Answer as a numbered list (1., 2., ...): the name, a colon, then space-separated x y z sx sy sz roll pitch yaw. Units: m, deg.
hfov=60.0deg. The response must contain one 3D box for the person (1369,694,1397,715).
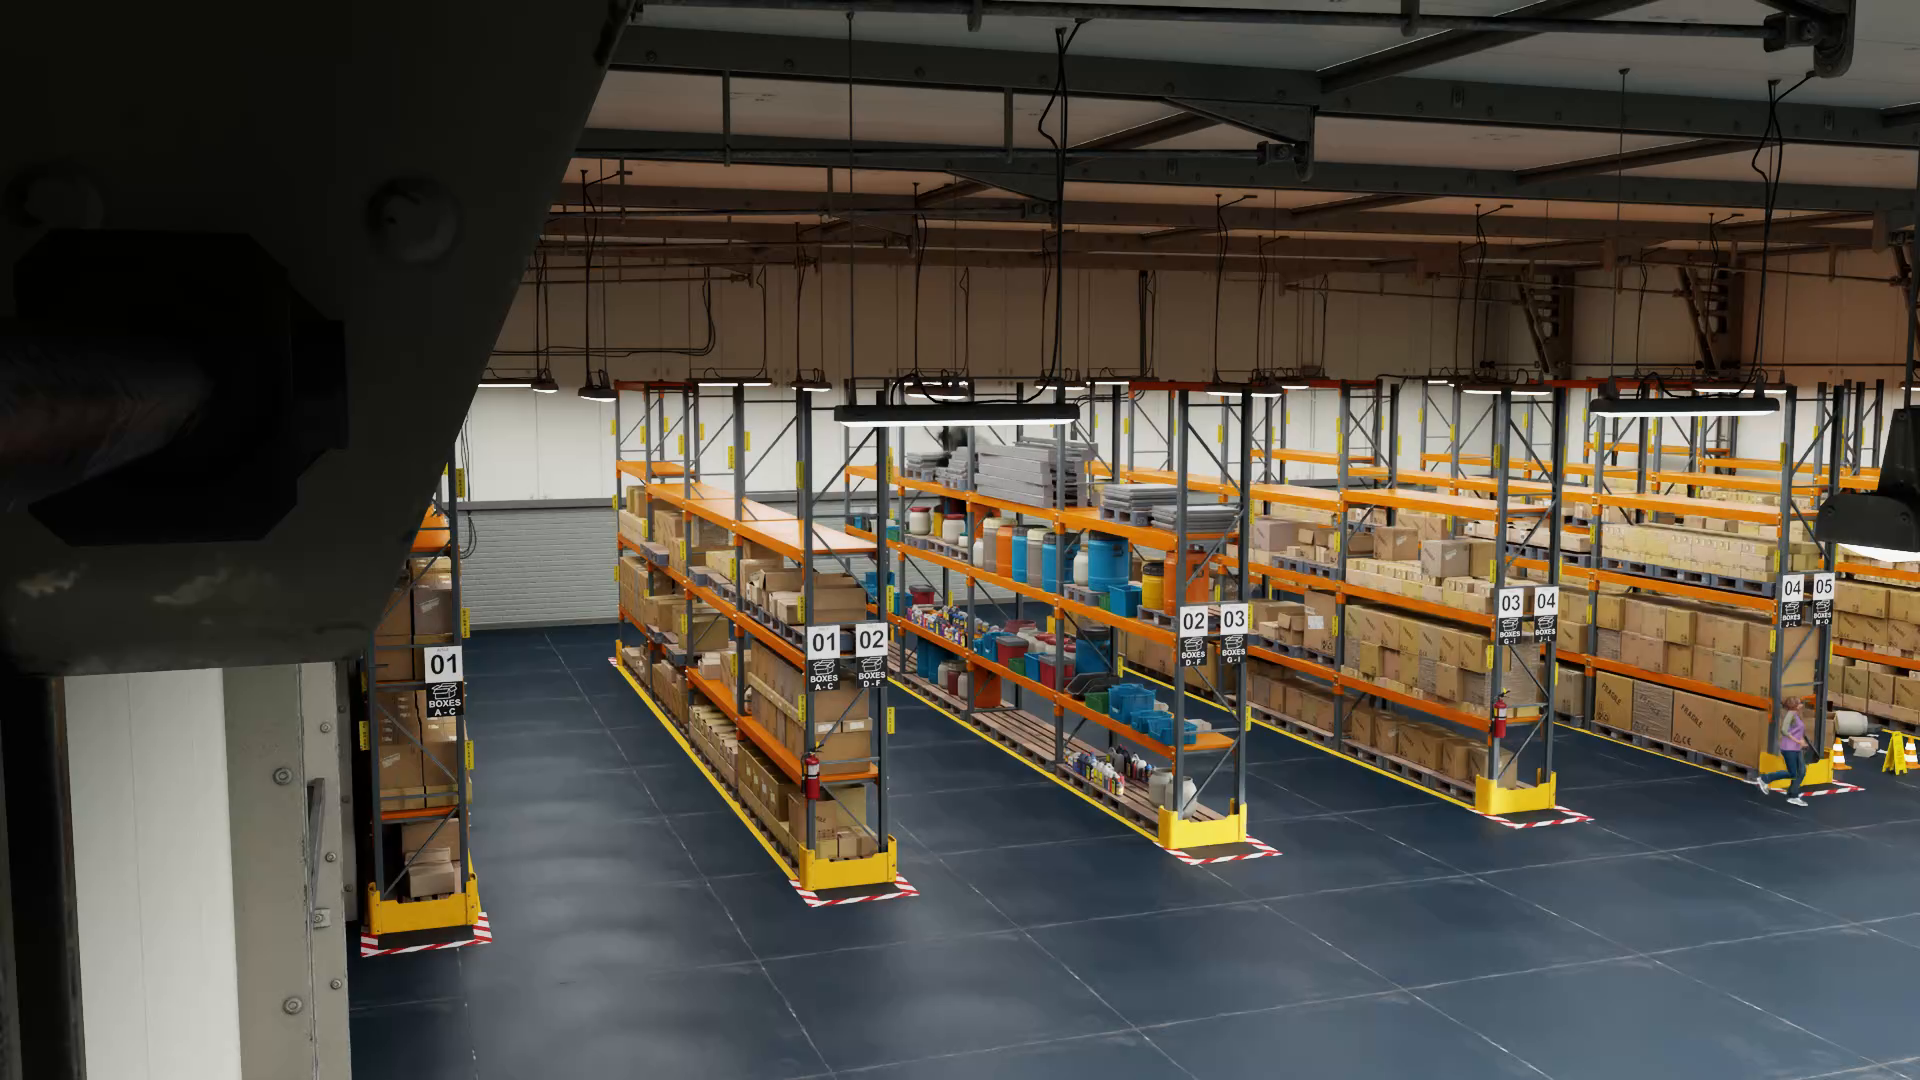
1. person: 7.682 2.360 30.003 0.589 1.735 0.747 -2 7 -22

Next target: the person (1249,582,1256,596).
1. person: 7.170 1.164 41.392 0.533 1.566 0.549 -2 7 -22

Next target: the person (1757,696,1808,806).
1. person: 11.959 3.022 24.062 0.678 1.566 0.569 5 8 38
